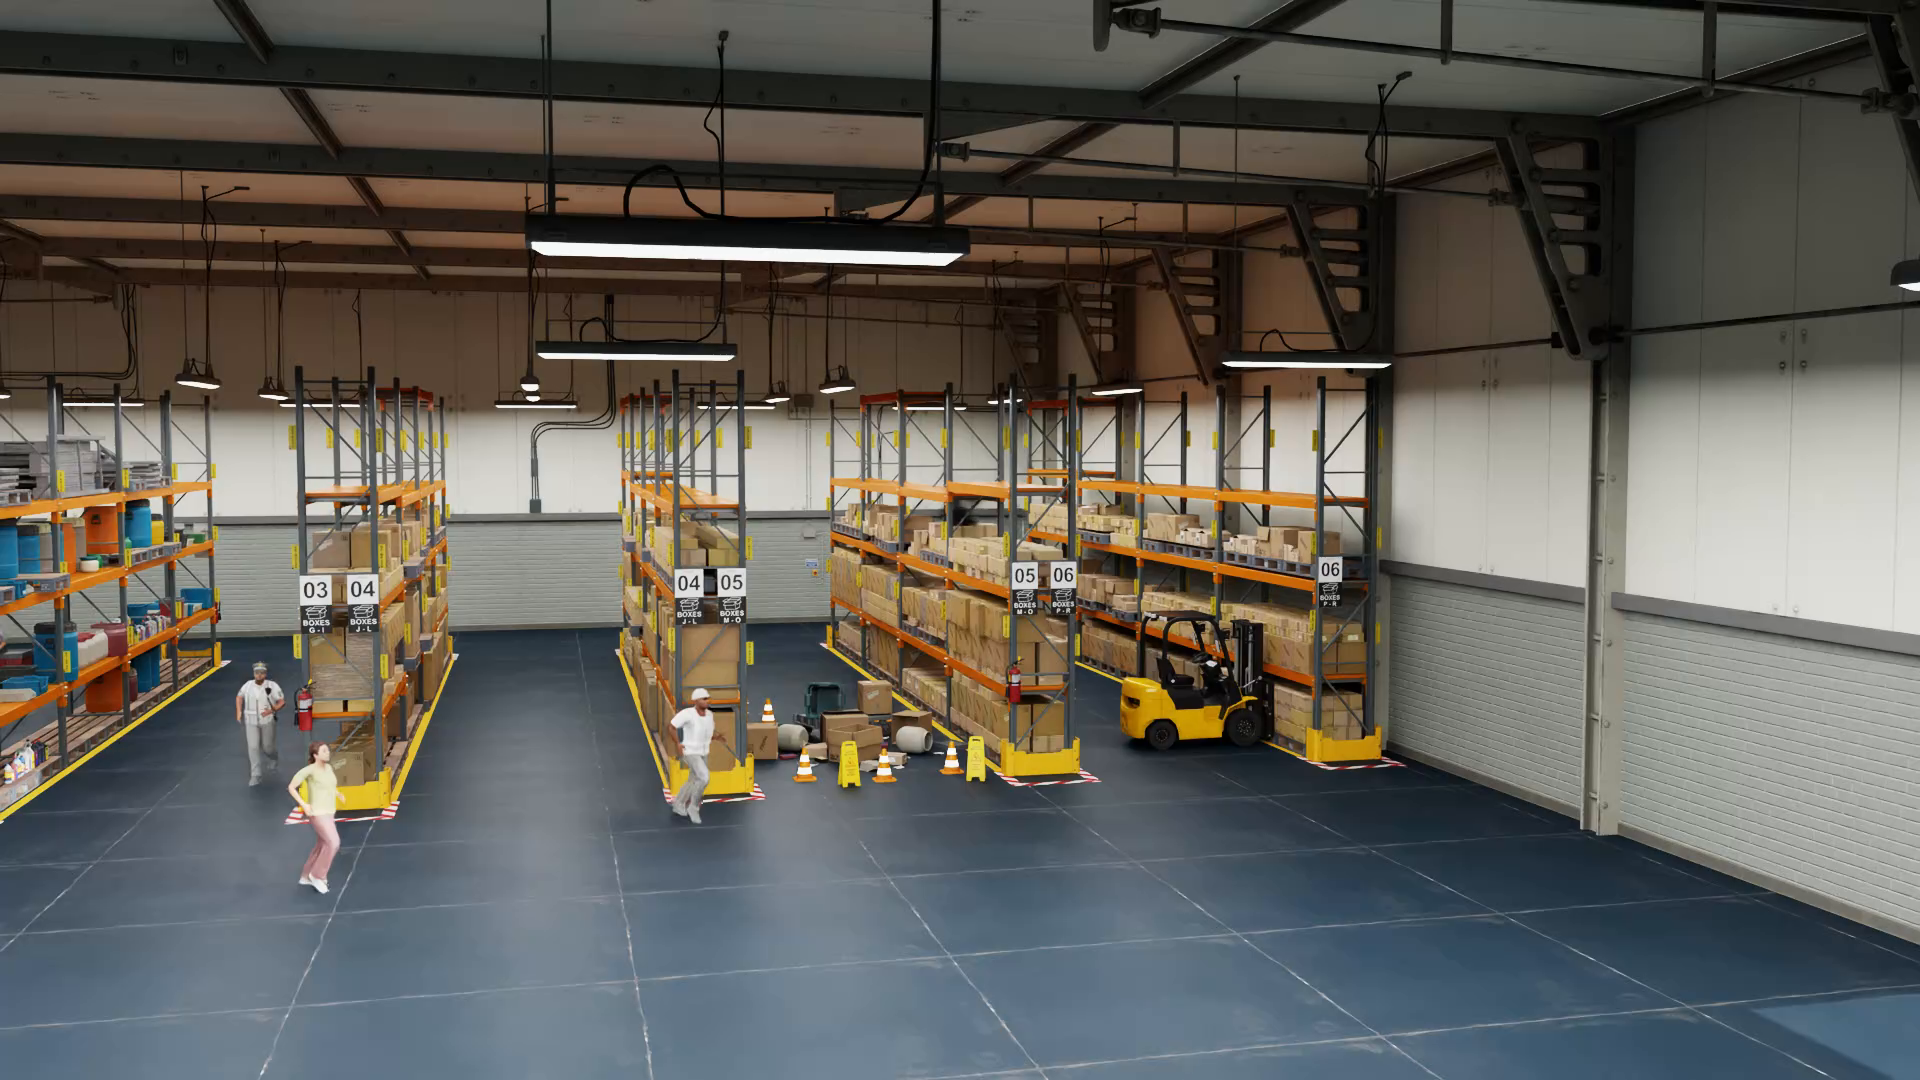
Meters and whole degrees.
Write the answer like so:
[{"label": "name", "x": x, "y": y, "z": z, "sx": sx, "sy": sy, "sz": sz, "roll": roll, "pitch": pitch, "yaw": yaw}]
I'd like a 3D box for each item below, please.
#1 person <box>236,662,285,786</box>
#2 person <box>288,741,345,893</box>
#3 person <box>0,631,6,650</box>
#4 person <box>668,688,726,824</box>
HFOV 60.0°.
[{"label": "person", "x": -10.270, "y": 2.659, "z": 24.391, "sx": 0.693, "sy": 1.744, "sz": 1.027, "roll": -1, "pitch": 4, "yaw": -15}, {"label": "person", "x": -7.118, "y": 3.081, "z": 18.509, "sx": 0.568, "sy": 1.695, "sz": 0.578, "roll": 1, "pitch": 4, "yaw": 13}, {"label": "person", "x": -18.835, "y": 2.289, "z": 32.227, "sx": 0.607, "sy": 1.583, "sz": 0.499, "roll": -2, "pitch": 4, "yaw": -25}, {"label": "person", "x": -3.471, "y": 2.836, "z": 21.946, "sx": 0.821, "sy": 1.778, "sz": 0.623, "roll": 2, "pitch": 4, "yaw": 29}]
